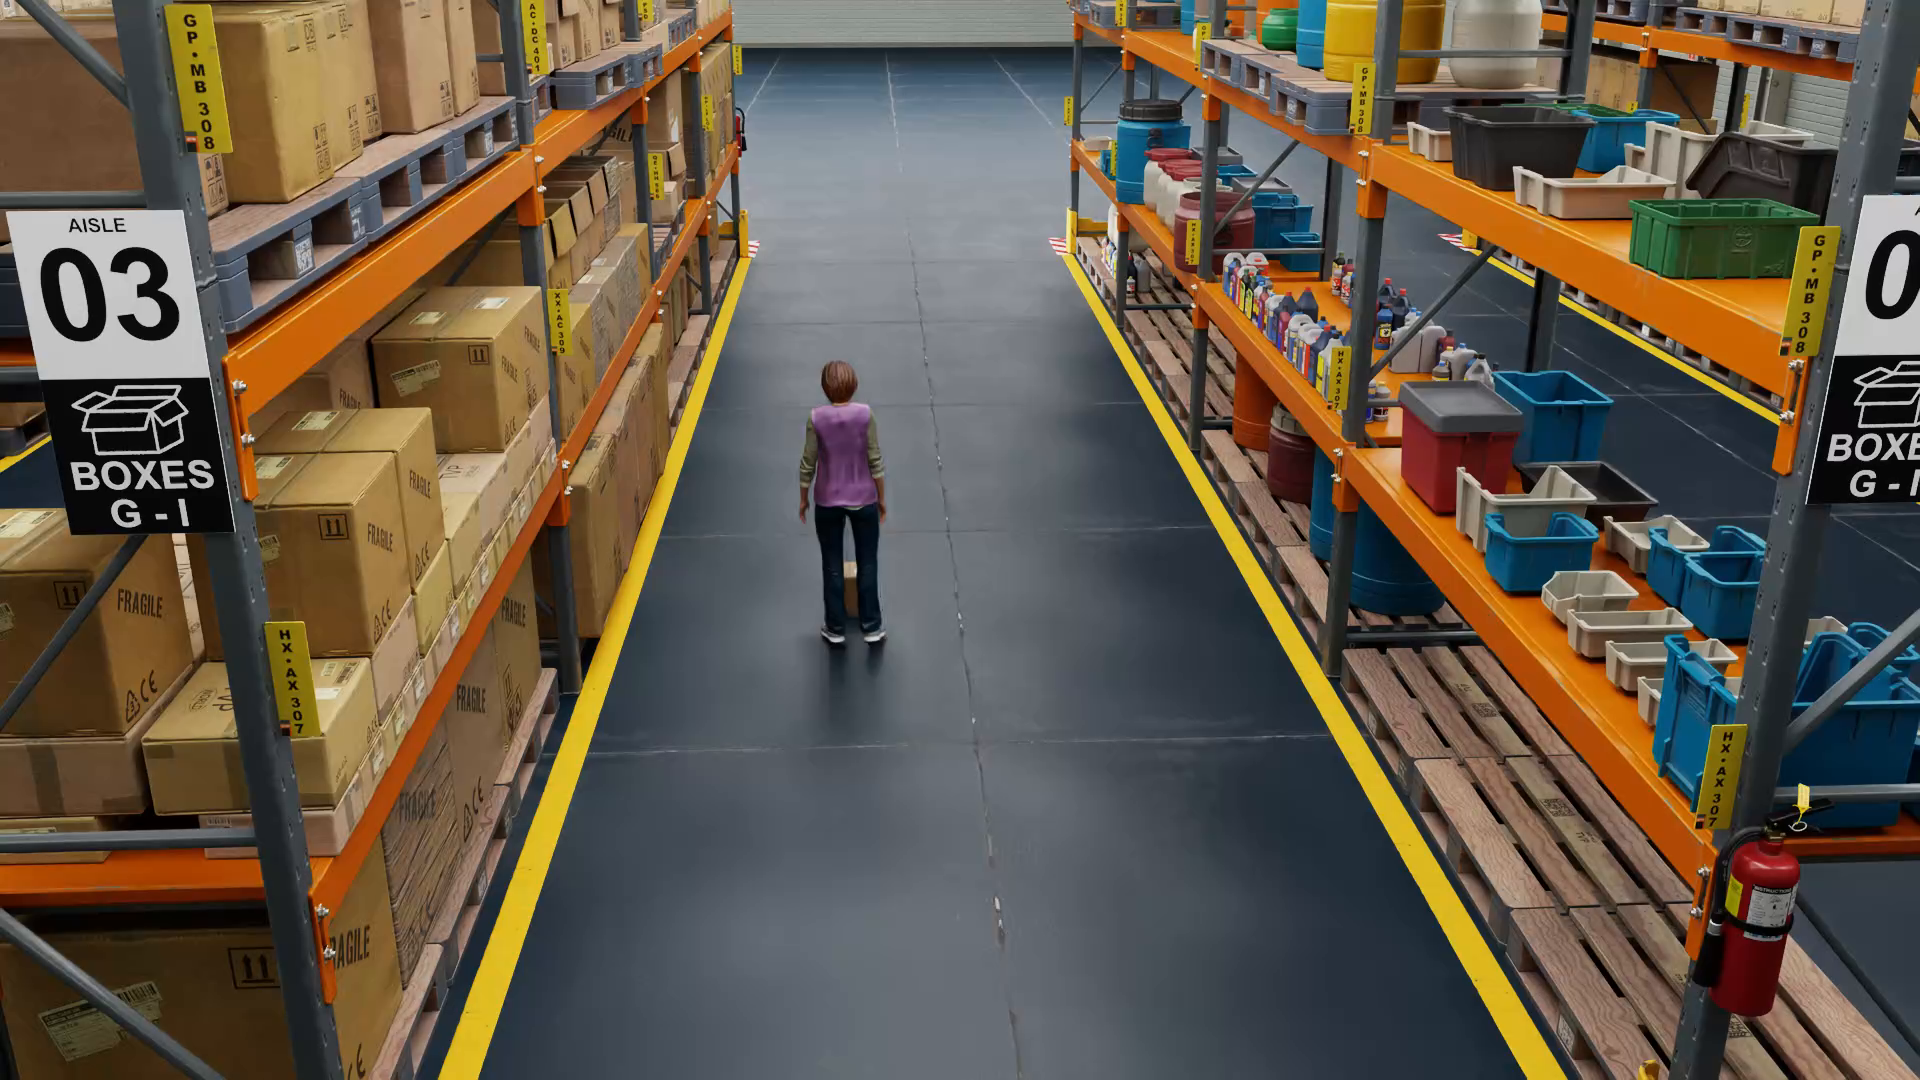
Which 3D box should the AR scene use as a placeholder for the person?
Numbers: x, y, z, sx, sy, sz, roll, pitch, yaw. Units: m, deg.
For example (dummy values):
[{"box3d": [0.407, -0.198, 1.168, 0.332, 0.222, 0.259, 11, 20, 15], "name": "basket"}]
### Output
[{"box3d": [-0.637, -0.192, 9.045, 0.476, 1.611, 0.318, -1, 21, -2], "name": "person"}]
